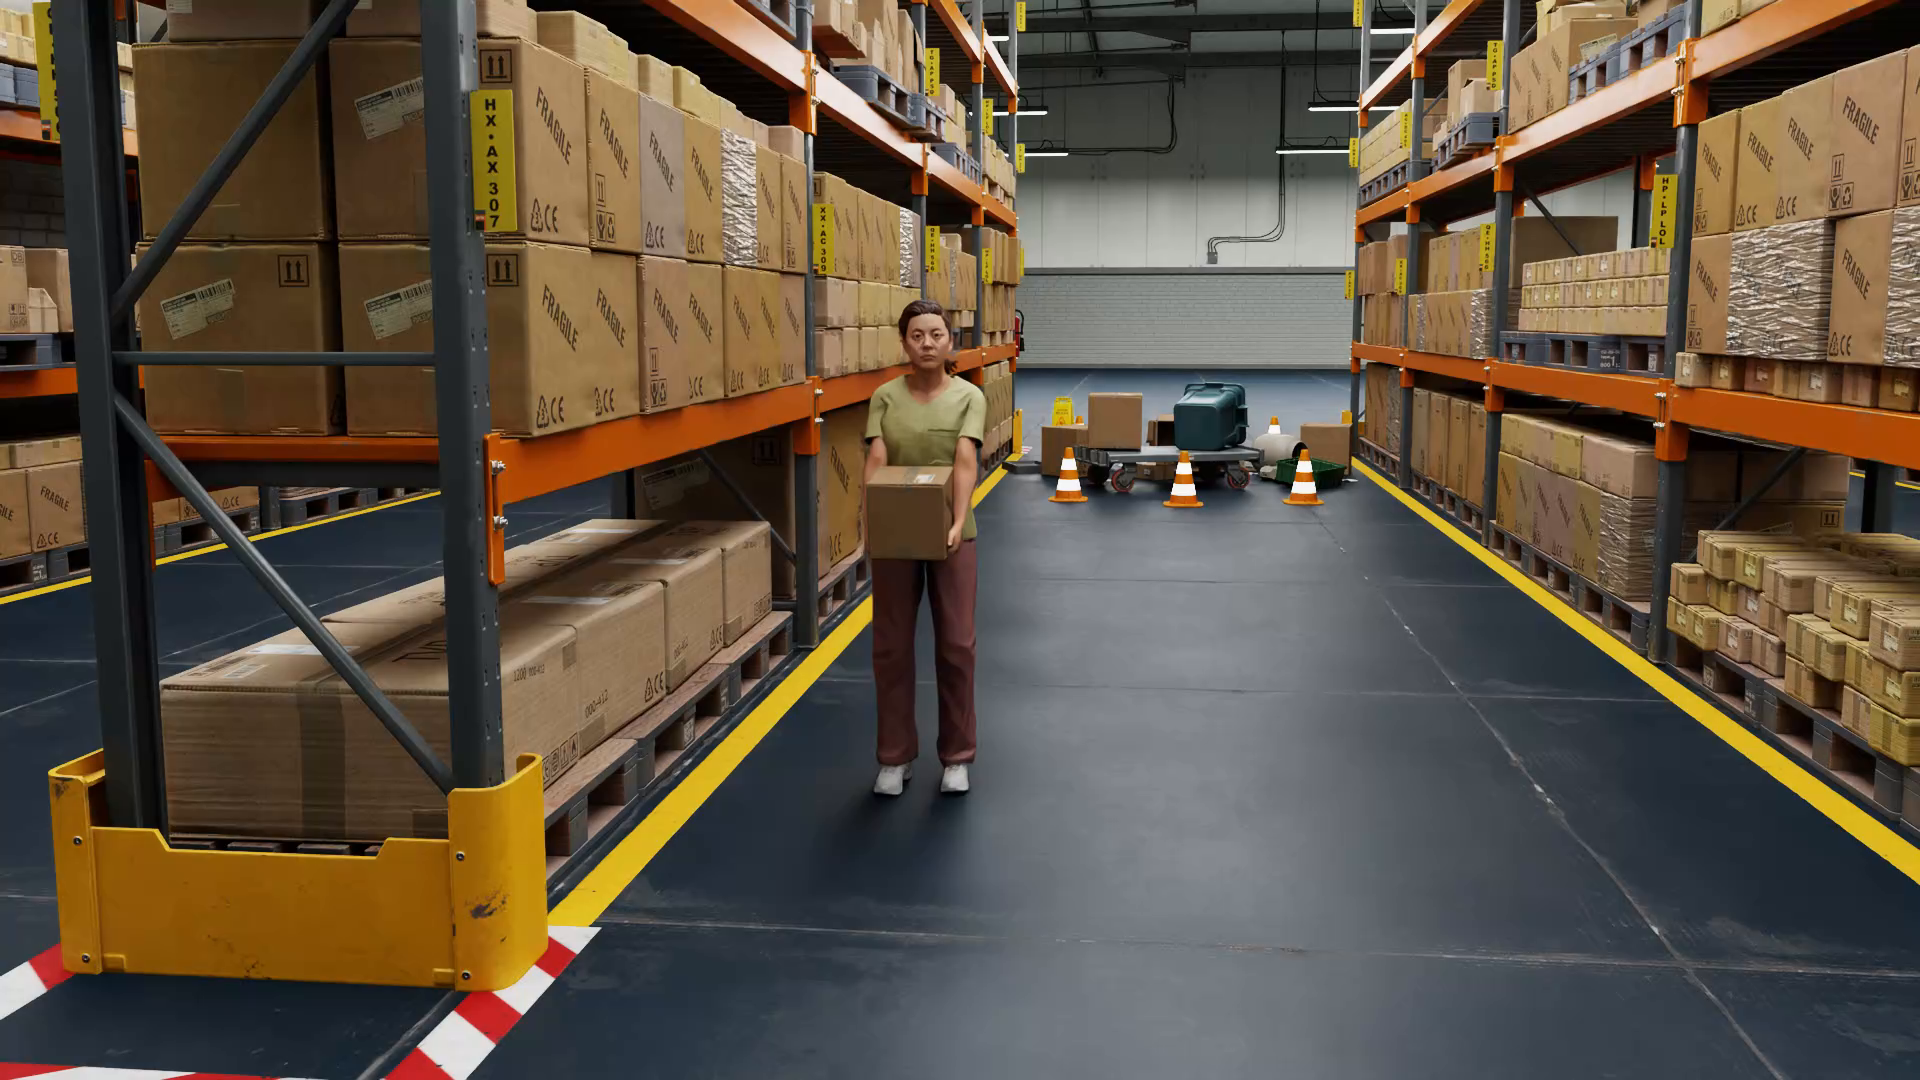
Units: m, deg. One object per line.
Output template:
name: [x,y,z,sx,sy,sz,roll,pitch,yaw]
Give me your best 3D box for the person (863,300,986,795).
person: [-0.126,0.031,5.616,0.406,1.669,0.514,1,8,7]
